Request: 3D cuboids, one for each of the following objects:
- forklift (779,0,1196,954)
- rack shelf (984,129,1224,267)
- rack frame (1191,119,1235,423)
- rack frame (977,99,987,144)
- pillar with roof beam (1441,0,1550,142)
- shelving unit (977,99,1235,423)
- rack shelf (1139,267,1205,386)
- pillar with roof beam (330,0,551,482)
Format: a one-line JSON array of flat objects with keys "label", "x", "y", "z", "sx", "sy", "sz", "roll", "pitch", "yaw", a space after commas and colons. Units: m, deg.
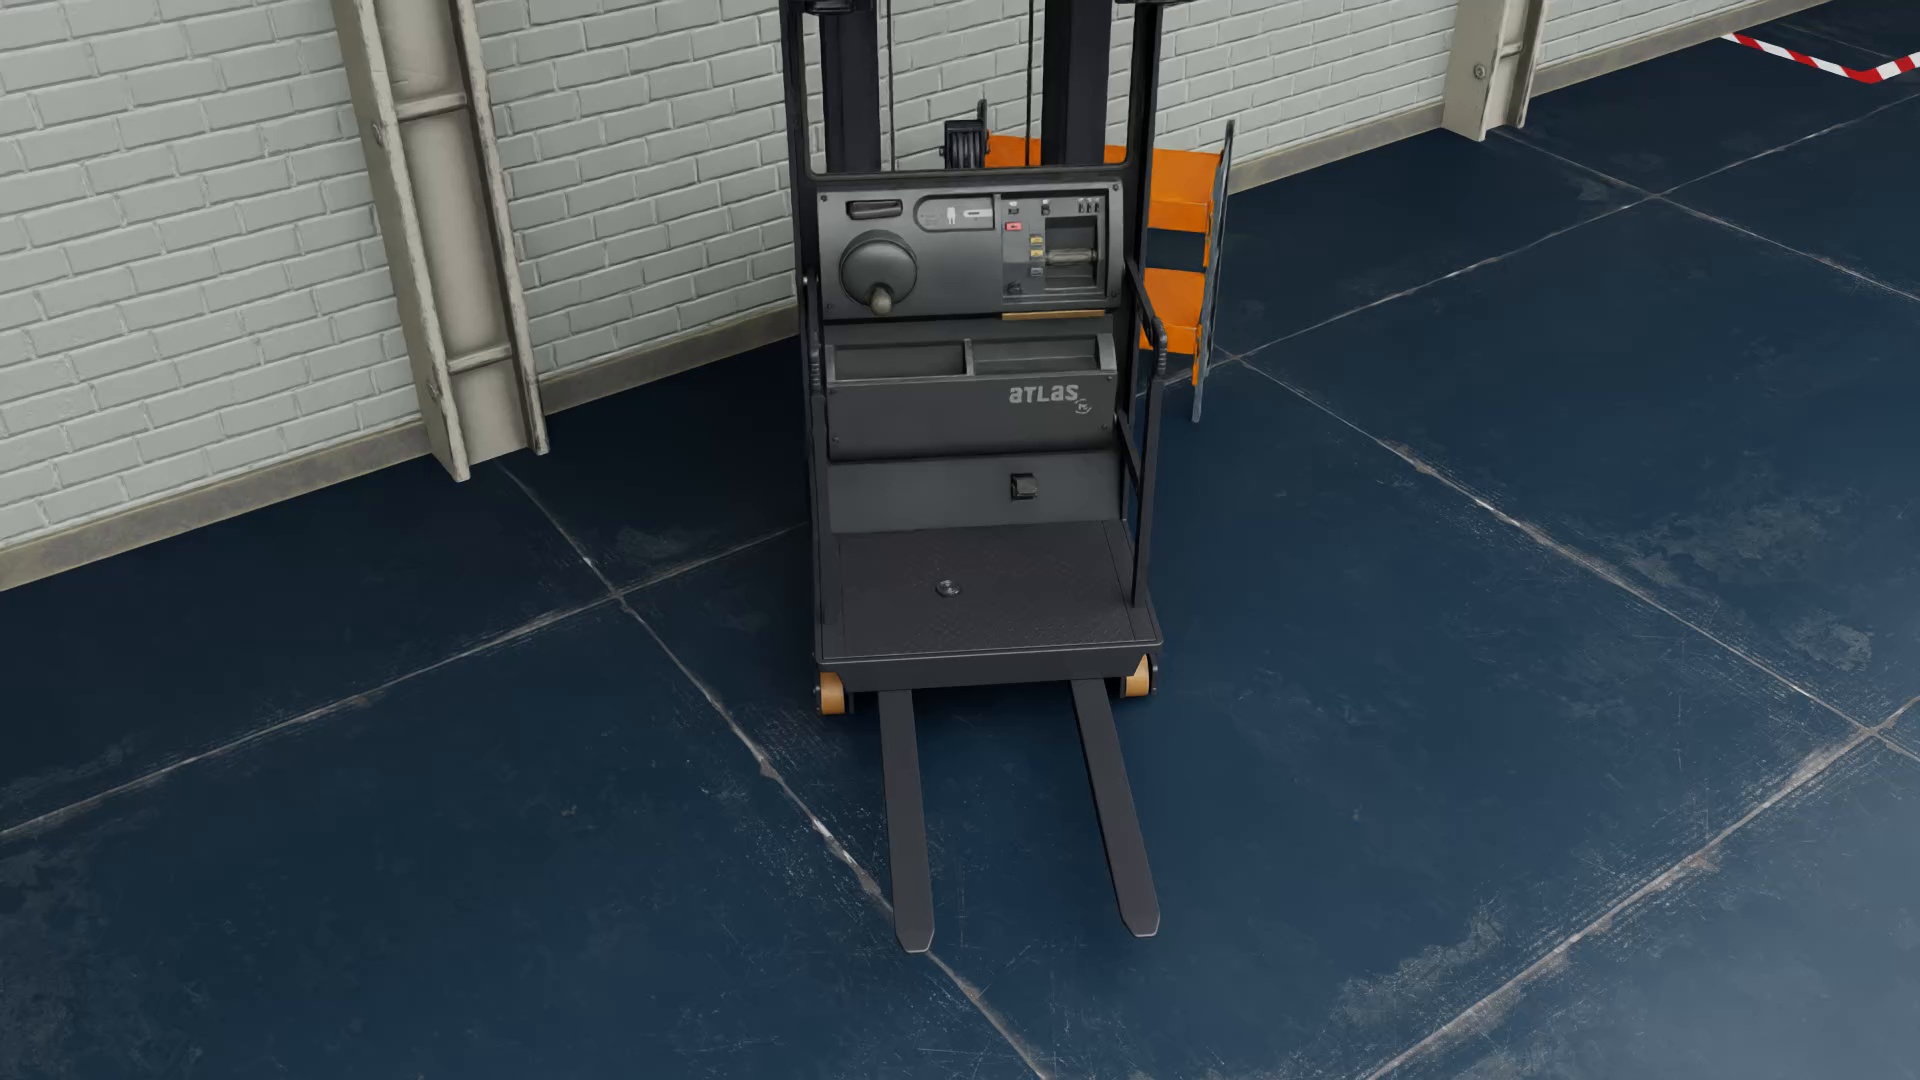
[{"label": "forklift", "x": 0.055, "y": -0.824, "z": 4.885, "sx": 1.130, "sy": 2.935, "sz": 3.031, "roll": -3, "pitch": 36, "yaw": -4}, {"label": "rack shelf", "x": 0.538, "y": -1.391, "z": 6.720, "sx": 1.000, "sy": 0.278, "sz": 0.538, "roll": 7, "pitch": 36, "yaw": 10}, {"label": "rack frame", "x": 1.034, "y": -1.089, "z": 6.801, "sx": 0.032, "sy": 1.125, "sz": 0.500, "roll": 7, "pitch": 36, "yaw": 10}, {"label": "rack frame", "x": 0.042, "y": -1.218, "z": 6.981, "sx": 0.032, "sy": 1.125, "sz": 0.500, "roll": 7, "pitch": 36, "yaw": 10}, {"label": "pillar with roof beam", "x": 5.474, "y": -3.983, "z": 4.080, "sx": 0.400, "sy": 9.000, "sz": 9.100, "roll": -22, "pitch": 41, "yaw": -28}, {"label": "shelving unit", "x": 0.538, "y": -1.154, "z": 6.891, "sx": 1.048, "sy": 1.125, "sz": 0.538, "roll": 7, "pitch": 36, "yaw": 10}, {"label": "rack shelf", "x": 0.538, "y": -0.955, "z": 7.033, "sx": 1.000, "sy": 0.278, "sz": 0.538, "roll": 7, "pitch": 36, "yaw": 10}, {"label": "pillar with roof beam", "x": 0.569, "y": -1.964, "z": 1.274, "sx": 0.400, "sy": 9.000, "sz": 9.100, "roll": -22, "pitch": 41, "yaw": -28}]
